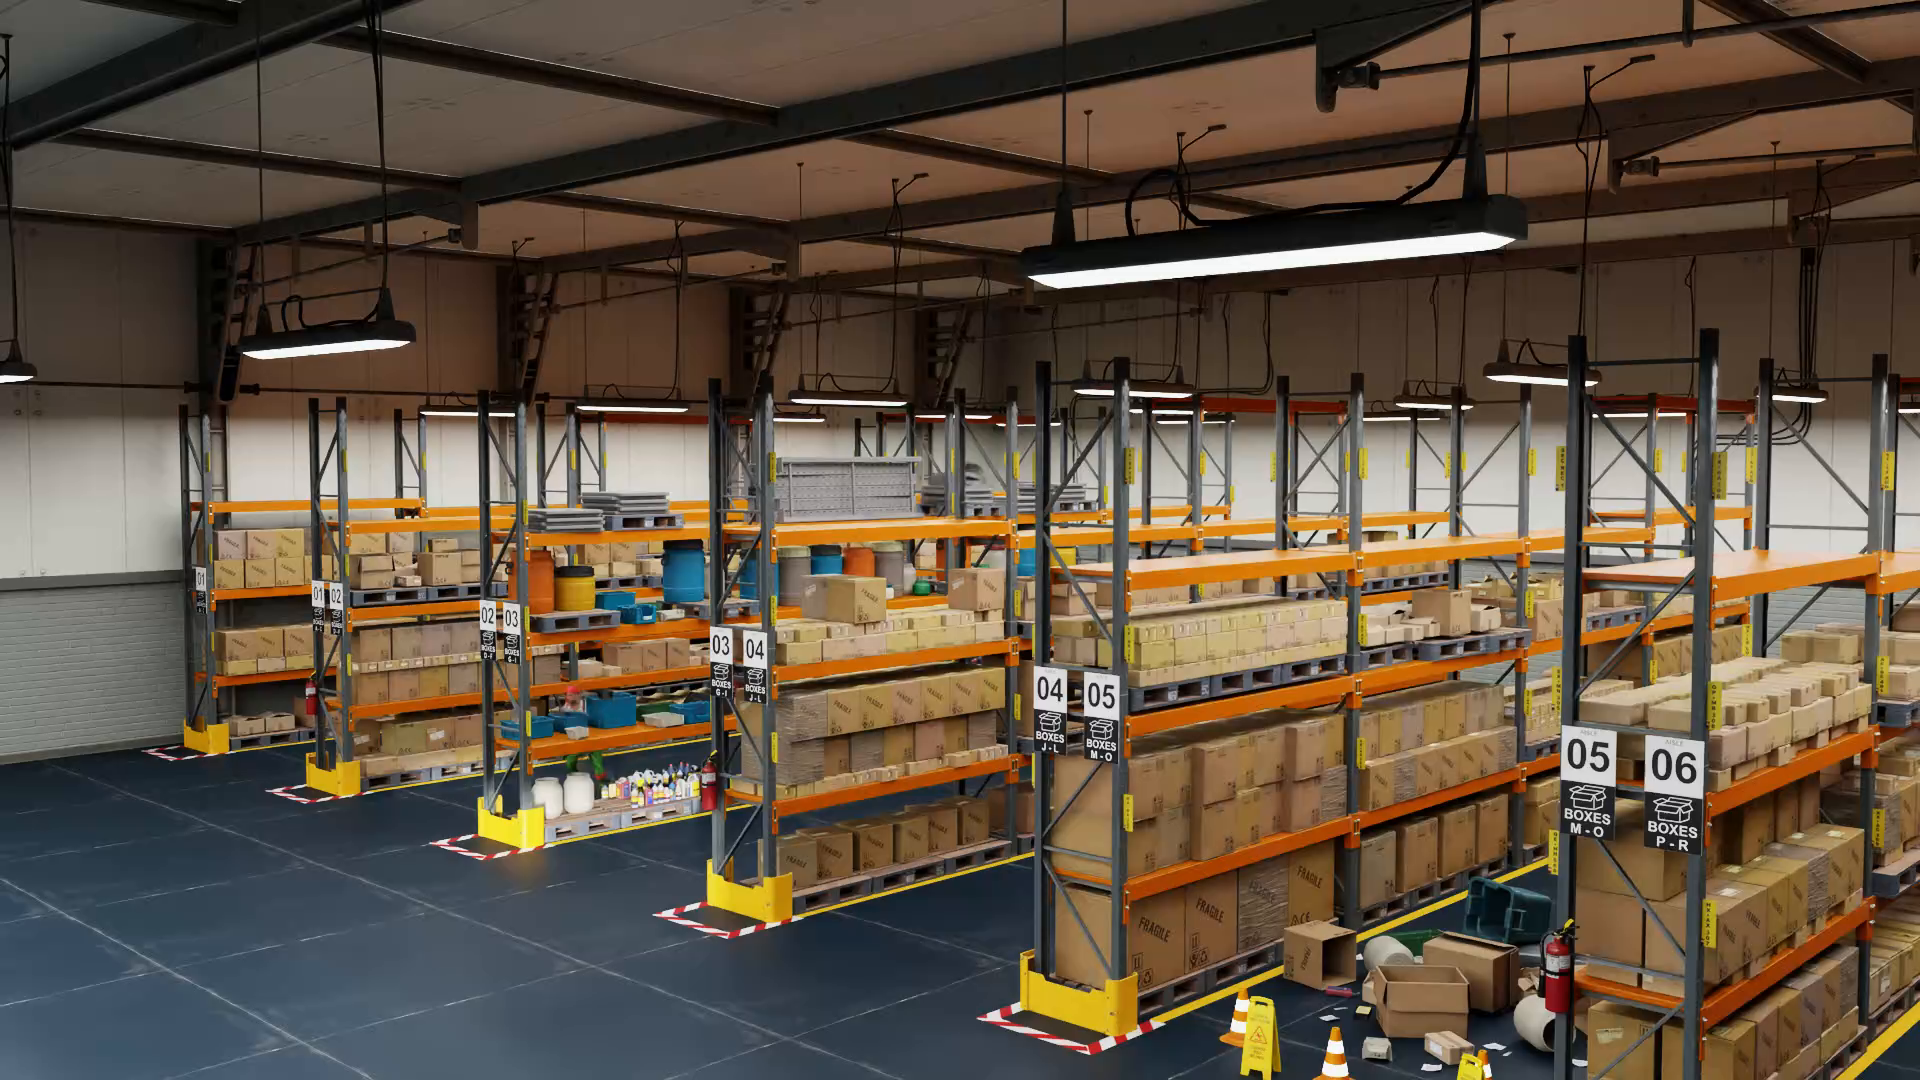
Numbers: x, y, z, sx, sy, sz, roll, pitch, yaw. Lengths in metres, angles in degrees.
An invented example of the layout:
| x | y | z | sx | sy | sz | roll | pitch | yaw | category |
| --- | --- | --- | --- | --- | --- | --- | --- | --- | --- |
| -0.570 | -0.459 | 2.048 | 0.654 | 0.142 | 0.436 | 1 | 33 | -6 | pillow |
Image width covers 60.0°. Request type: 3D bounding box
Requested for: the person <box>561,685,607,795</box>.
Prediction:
| x | y | z | sx | sy | sz | roll | pitch | yaw | category |
| --- | --- | --- | --- | --- | --- | --- | --- | --- | --- |
| -5.679 | 3.014 | 24.946 | 0.698 | 1.709 | 0.747 | 0 | 3 | 4 | person |

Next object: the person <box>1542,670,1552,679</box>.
| x | y | z | sx | sy | sz | roll | pitch | yaw | category |
| --- | --- | --- | --- | --- | --- | --- | --- | --- | --- |
| 9.618 | 2.921 | 26.803 | 0.700 | 1.724 | 0.832 | 3 | 4 | 43 | person |
